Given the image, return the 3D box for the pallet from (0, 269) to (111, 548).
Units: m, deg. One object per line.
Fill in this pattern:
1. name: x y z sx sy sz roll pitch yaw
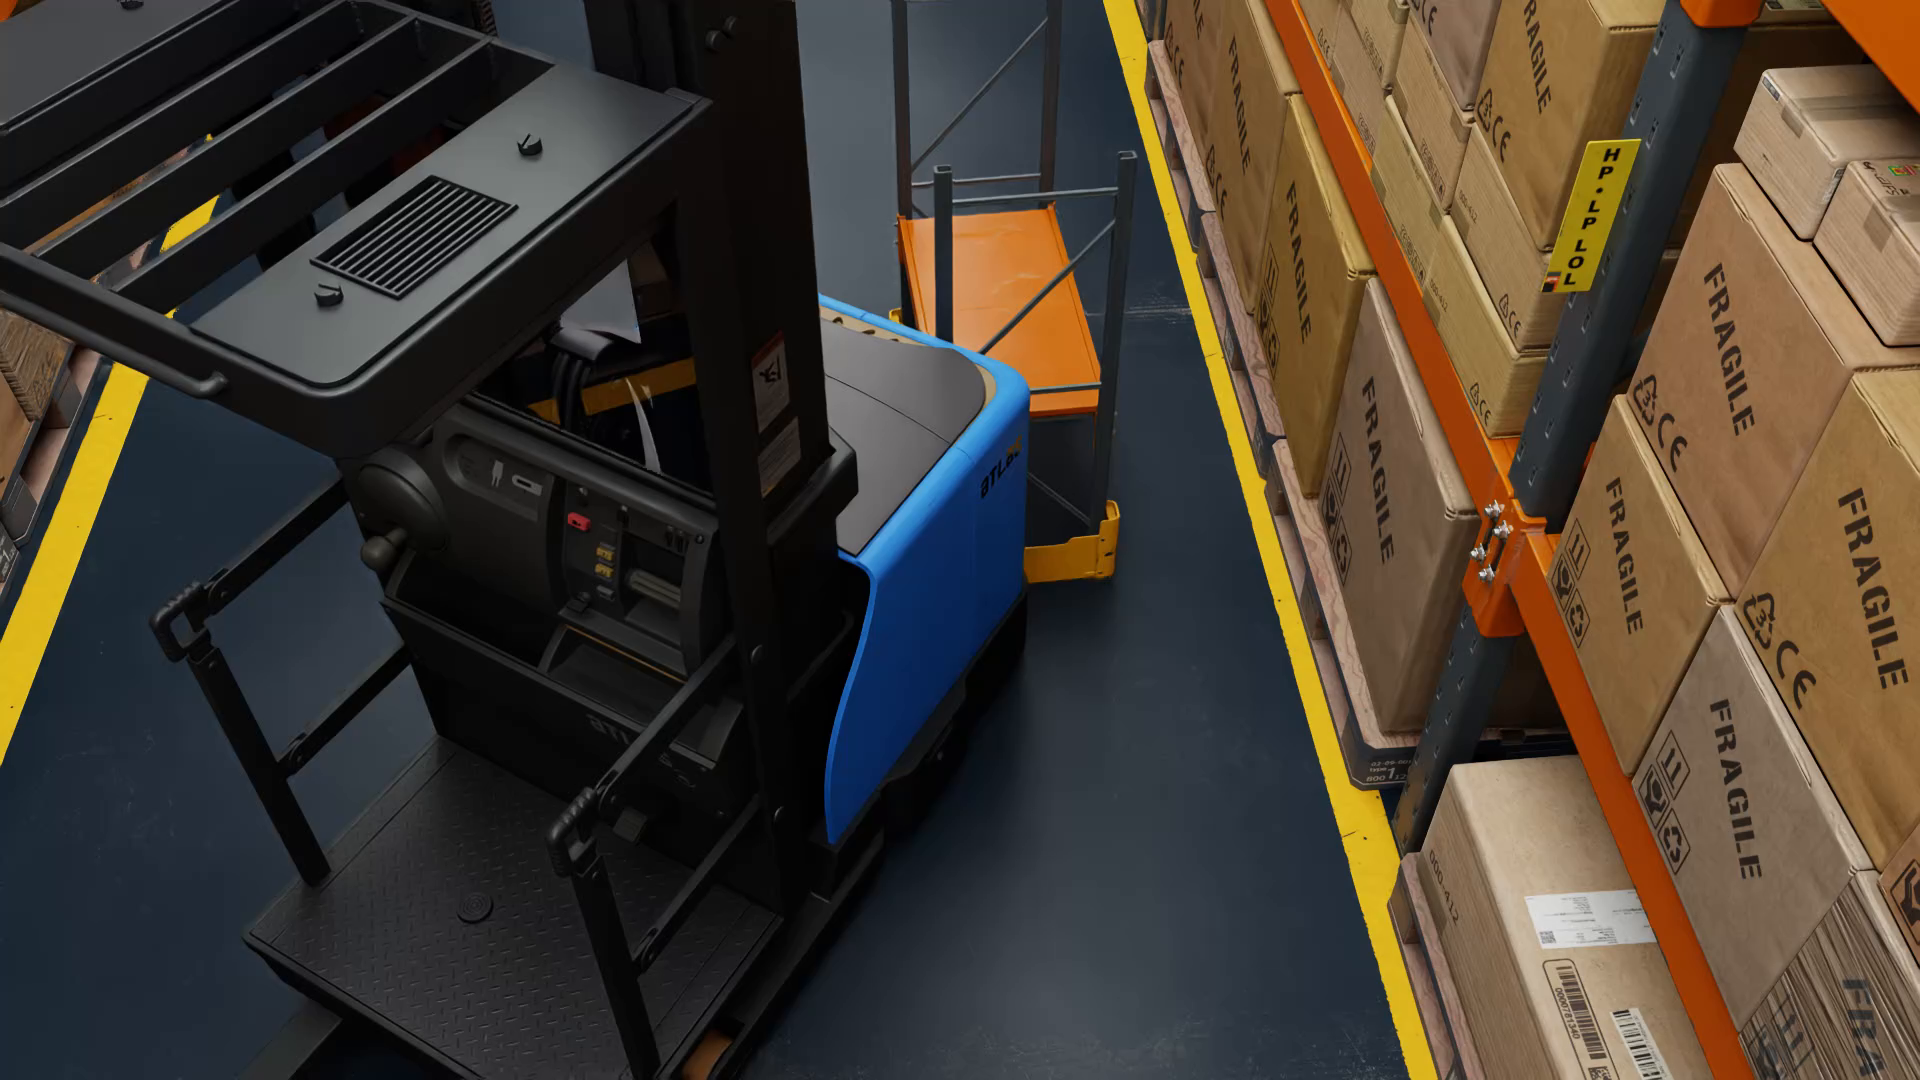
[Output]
1. pallet: -3.484 -0.454 5.534 1.003 0.211 1.213 -3 47 -3

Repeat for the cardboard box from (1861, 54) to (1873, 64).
1. cardboard box: 1.923 -0.960 3.336 0.500 0.500 0.500 -3 47 -3

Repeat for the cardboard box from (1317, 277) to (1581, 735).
1. cardboard box: 1.542 -0.104 4.456 0.875 0.875 0.875 -2 47 -2

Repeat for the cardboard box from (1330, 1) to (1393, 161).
1. cardboard box: 1.320 -1.238 4.460 0.500 0.250 0.500 -5 47 -4

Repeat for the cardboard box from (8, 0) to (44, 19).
1. cardboard box: -3.260 -1.806 5.880 0.380 0.149 0.250 -6 47 -5

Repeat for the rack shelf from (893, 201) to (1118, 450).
1. rack shelf: 0.118 -0.649 5.080 0.538 0.185 1.000 -6 47 -5

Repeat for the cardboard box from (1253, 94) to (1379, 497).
1. cardboard box: 1.458 -0.757 5.075 0.875 0.875 0.875 -2 47 -2

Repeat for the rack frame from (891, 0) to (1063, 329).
1. rack frame: 0.050 -1.139 5.295 0.500 1.500 0.032 -6 47 -5

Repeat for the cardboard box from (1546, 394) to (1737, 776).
1. cardboard box: 1.452 0.075 3.044 0.500 0.500 0.500 -2 47 -2

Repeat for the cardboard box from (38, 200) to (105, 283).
1. cardboard box: -3.280 -1.086 5.645 0.500 0.500 0.500 -2 47 -2

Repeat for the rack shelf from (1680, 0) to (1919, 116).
1. rack shelf: 1.841 0.417 1.219 1.077 0.370 4.000 -3 47 -3

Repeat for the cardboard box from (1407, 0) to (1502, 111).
1. cardboard box: 1.335 -1.306 3.664 0.500 0.500 0.500 -3 47 -3

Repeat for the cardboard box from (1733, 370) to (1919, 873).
1. cardboard box: 1.508 0.101 2.331 0.500 0.500 0.500 -4 47 -4

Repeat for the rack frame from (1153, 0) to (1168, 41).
1. rack frame: 1.338 -3.140 6.158 1.000 3.000 0.127 -3 47 -3

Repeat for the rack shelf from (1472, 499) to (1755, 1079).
1. rack shelf: 1.841 1.448 2.308 1.077 0.370 4.000 -3 47 -3

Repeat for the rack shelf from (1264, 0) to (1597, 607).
1. rack shelf: 1.506 -1.446 5.049 1.077 0.370 4.000 -3 47 -3

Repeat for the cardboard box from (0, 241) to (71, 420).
1. cardboard box: -3.218 -0.712 5.291 0.500 0.500 0.500 -5 47 -5

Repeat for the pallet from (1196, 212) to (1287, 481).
1. pallet: 1.428 -0.726 5.792 1.003 0.211 1.213 -3 47 -3

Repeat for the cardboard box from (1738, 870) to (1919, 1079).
1. cardboard box: 1.525 0.800 2.358 0.500 0.500 0.500 -3 47 -3

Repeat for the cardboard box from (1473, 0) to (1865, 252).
1. cardboard box: 1.386 -0.932 3.309 0.500 0.500 0.500 -2 47 -2

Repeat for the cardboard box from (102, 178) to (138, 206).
1. cardboard box: -3.327 -1.465 6.004 0.500 0.500 0.500 -4 47 -4

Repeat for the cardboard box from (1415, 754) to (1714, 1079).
1. cardboard box: 1.619 0.951 3.758 0.875 0.438 0.875 -4 47 -4

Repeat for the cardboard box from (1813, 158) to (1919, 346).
1. cardboard box: 1.479 -0.419 2.376 0.380 0.149 0.250 -3 47 -3

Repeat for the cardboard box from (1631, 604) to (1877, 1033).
1. cardboard box: 1.490 0.439 2.699 0.500 0.500 0.500 -3 47 -3

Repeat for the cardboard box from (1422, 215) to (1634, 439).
1. cardboard box: 1.384 -0.504 3.764 0.500 0.250 0.500 -4 47 -4

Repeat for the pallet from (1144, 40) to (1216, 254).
1. pallet: 1.329 -1.606 6.626 1.003 0.211 1.213 -3 47 -3

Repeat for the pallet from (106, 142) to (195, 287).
1. pallet: -3.583 -1.334 6.368 1.003 0.211 1.213 -3 47 -3

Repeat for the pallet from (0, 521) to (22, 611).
1. pallet: -3.378 0.431 4.696 1.003 0.211 1.213 -3 47 -3

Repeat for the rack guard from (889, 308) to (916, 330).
1. rack guard: 0.053 -0.695 5.736 0.587 0.250 0.087 -6 47 -5

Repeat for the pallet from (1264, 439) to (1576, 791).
1. pallet: 1.534 0.159 4.954 1.003 0.211 1.213 -3 47 -3

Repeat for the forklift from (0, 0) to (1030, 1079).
1. forklift: -0.982 0.059 3.175 1.130 2.935 3.031 23 51 20

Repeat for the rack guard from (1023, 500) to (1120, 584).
1. rack guard: 0.185 0.022 5.057 0.587 0.250 0.087 -6 47 -5

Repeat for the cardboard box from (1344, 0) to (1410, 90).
1. cardboard box: 1.295 -1.406 4.275 0.500 0.250 0.500 -2 47 -2

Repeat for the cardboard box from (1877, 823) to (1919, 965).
1. cardboard box: 1.539 0.472 1.979 0.500 0.500 0.500 -3 47 -3

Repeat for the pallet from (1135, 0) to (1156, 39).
1. pallet: 1.274 -2.747 7.706 1.003 0.211 1.213 -3 47 -3

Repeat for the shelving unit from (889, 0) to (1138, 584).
1. shelving unit: 0.119 -0.766 4.943 0.587 1.500 1.083 -6 47 -5

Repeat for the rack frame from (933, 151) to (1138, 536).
1. rack frame: 0.185 -0.407 4.603 0.500 1.500 0.032 -6 47 -5

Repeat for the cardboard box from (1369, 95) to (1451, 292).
1. cardboard box: 1.343 -0.872 4.113 0.500 0.250 0.500 -4 47 -4

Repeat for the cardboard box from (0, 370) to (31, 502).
1. cardboard box: -3.181 -0.336 4.935 0.500 0.500 0.500 -5 47 -4

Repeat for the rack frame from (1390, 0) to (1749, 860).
1. rack frame: 1.673 -0.246 3.417 1.000 3.000 0.127 -3 47 -3

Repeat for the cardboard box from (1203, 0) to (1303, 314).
1. cardboard box: 1.384 -1.403 5.687 0.875 0.875 0.875 -3 47 -3

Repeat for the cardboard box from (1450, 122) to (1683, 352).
1. cardboard box: 1.394 -0.671 3.578 0.500 0.250 0.500 -4 47 -3

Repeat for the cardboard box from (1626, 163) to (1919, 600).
1. cardboard box: 1.472 -0.265 2.677 0.500 0.500 0.500 -3 47 -3

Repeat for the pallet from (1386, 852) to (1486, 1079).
1. pallet: 1.659 1.268 3.904 1.003 0.211 1.213 -3 47 -3

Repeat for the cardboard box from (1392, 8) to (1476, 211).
1. cardboard box: 1.345 -1.032 3.920 0.500 0.250 0.500 -2 47 -2

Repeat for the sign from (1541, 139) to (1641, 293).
1. sign: 1.133 -0.577 2.988 0.100 0.325 0.005 -3 47 -3

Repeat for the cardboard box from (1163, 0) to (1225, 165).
1. cardboard box: 1.313 -2.049 6.299 0.875 0.875 0.875 -4 47 -4

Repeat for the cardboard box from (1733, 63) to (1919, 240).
1. cardboard box: 1.441 -0.603 2.551 0.380 0.149 0.250 -4 47 -4

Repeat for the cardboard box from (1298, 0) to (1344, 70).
1. cardboard box: 1.272 -1.612 4.814 0.500 0.250 0.500 -3 47 -3
